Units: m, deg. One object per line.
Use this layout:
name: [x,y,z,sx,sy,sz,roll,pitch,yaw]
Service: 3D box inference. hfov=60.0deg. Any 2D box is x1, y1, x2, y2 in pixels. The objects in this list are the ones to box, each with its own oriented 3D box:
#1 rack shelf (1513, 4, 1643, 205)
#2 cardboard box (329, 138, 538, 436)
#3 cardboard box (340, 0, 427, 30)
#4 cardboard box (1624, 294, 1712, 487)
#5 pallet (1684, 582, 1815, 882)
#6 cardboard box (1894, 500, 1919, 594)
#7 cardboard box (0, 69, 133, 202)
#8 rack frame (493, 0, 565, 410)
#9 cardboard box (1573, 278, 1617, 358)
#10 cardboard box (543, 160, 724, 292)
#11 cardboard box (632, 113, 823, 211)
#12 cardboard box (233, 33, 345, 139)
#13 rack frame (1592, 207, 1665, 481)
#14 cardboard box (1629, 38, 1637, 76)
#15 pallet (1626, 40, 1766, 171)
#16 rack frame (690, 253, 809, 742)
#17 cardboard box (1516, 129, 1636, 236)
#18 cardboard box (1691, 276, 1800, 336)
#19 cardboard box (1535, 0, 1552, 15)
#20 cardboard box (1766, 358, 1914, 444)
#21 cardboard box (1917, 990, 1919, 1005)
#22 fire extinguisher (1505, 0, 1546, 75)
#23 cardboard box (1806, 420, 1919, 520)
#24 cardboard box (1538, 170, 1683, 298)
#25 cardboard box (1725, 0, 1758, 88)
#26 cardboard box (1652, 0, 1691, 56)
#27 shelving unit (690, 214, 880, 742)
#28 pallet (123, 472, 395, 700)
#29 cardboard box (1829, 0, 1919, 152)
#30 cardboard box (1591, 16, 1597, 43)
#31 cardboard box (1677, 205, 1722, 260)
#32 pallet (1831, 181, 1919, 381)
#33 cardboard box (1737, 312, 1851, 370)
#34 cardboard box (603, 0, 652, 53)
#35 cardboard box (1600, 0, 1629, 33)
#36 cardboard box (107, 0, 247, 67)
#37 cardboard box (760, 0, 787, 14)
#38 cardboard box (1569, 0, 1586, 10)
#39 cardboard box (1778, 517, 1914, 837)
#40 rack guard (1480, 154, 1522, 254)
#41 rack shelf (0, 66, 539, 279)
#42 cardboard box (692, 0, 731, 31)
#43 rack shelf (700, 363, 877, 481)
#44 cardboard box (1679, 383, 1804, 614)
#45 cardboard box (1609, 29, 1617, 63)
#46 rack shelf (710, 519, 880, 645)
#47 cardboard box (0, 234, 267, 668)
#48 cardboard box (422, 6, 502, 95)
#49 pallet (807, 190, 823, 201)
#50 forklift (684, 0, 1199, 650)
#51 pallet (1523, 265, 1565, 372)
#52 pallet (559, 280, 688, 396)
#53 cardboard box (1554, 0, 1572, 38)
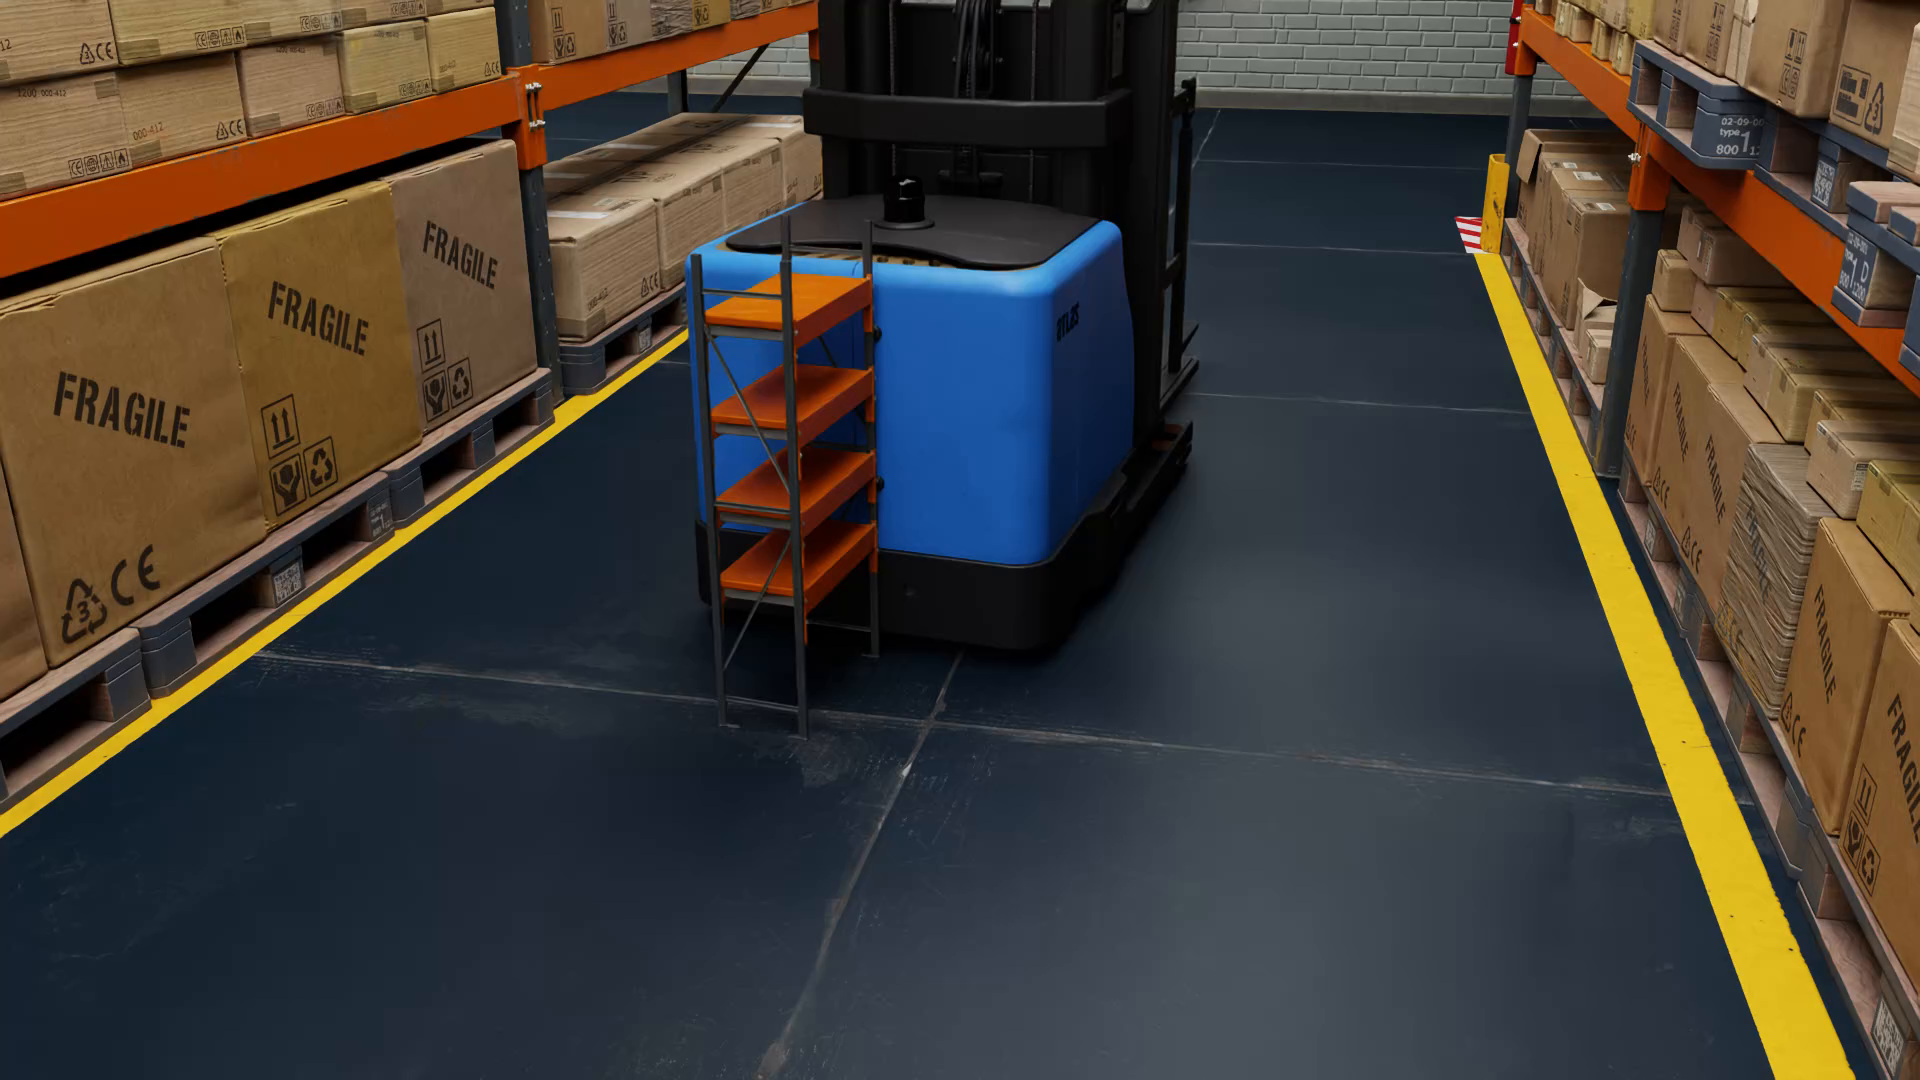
rack shelf: [3.164,-1.987,7.236,1.077,0.370,4.000,4,22,11]
cardboard box: [-2.152,-0.943,5.962,0.875,0.875,0.875,5,23,13]
cardboard box: [-2.051,-1.766,5.255,0.500,0.250,0.500,5,22,12]
cardboard box: [2.437,-0.465,5.277,0.500,0.500,0.500,5,23,13]
pallet: [2.380,0.452,3.950,1.003,0.211,1.213,4,22,11]
cardboard box: [2.013,0.049,3.133,0.380,0.149,0.250,5,22,12]
cardboard box: [-2.374,-0.975,3.959,0.500,0.250,0.500,5,23,13]
rack frame: [-2.104,-1.967,6.222,1.000,3.000,0.127,4,22,11]
cardboard box: [2.655,-0.873,6.604,0.396,0.266,0.258,5,23,13]
cardboard box: [-1.689,-1.522,7.985,0.875,0.438,0.875,4,22,9]
cardboard box: [-1.325,-2.187,9.636,0.875,0.438,0.875,4,22,9]
cardboard box: [-2.176,-1.345,4.878,0.500,0.250,0.500,4,22,9]
rack frame: [2.756,-1.590,5.286,1.000,3.000,0.127,4,22,11]
cardboard box: [2.605,-1.706,5.910,0.380,0.149,0.250,5,22,12]
pallet: [2.486,-1.217,4.616,1.003,0.211,1.213,4,22,11]
rack frame: [-0.490,-0.073,3.929,0.240,1.200,0.015,7,23,17]
cardboard box: [3.354,-1.873,8.768,0.797,0.503,0.637,4,22,9]
cardboard box: [2.441,-0.708,5.011,0.380,0.149,0.250,4,22,9]
cardboard box: [3.236,-2.837,8.718,0.380,0.149,0.250,4,22,11]
cardboard box: [2.217,-0.333,4.080,0.380,0.149,0.250,5,23,13]
cardboard box: [1.815,0.667,2.466,0.500,0.500,0.500,5,22,12]
fire extinguisher: [3.150,-2.933,9.223,0.296,0.674,0.183,4,22,11]
cardboard box: [2.090,-0.146,3.616,0.380,0.149,0.250,3,22,8]
cardboard box: [2.936,-1.376,7.539,0.500,0.500,0.500,5,22,12]
cardboard box: [2.097,-1.243,4.043,0.396,0.266,0.258,6,23,14]
cardboard box: [2.438,-1.671,4.792,0.700,0.500,0.500,5,22,12]
shelving unit: [-0.412,-0.160,4.144,0.258,1.200,0.503,7,23,17]
pallet: [-2.435,0.062,4.917,1.003,0.211,1.213,4,22,11]
cardboard box: [2.092,-0.981,3.073,0.797,0.503,0.637,4,22,10]
cardboard box: [2.906,-2.172,7.068,0.380,0.149,0.250,4,22,11]
cardboard box: [2.481,-0.948,5.210,0.380,0.149,0.250,4,22,10]
pallet: [2.009,-0.291,2.318,1.213,0.211,1.003,4,22,11]
cardboard box: [2.357,-0.512,4.525,0.380,0.149,0.250,4,22,10]
cardboard box: [-1.645,-2.348,7.036,0.500,0.500,0.500,5,22,11]
cardboard box: [2.709,-2.047,6.224,0.500,0.250,0.500,5,22,11]
cardboard box: [-2.239,-1.387,4.315,0.500,0.250,0.500,5,22,12]
cardboard box: [-1.245,-3.097,8.894,0.500,0.500,0.500,4,22,10]
cardboard box: [2.929,-2.417,7.142,0.500,0.250,0.500,4,22,10]
cardboard box: [2.032,0.293,3.395,0.500,0.500,0.500,5,23,13]
rack guard: [3.556,-1.865,9.316,1.175,0.500,0.348,4,22,11]
rack shelf: [-2.512,-0.902,4.540,1.077,0.370,4.000,4,22,11]
cardboard box: [-1.433,-2.718,7.954,0.500,0.500,0.500,5,22,13]
rack shelf: [-0.412,-0.305,4.085,0.258,0.148,0.480,7,23,17]
cardboard box: [2.232,-0.088,4.340,0.500,0.500,0.500,4,22,9]
cardboard box: [2.715,-1.897,6.384,0.380,0.149,0.250,5,22,12]
rack shelf: [-0.412,0.087,4.243,0.258,0.148,0.480,7,23,17]
cardboard box: [-2.512,-0.285,4.329,0.875,0.875,0.875,5,22,12]
cardboard box: [-1.949,-1.714,5.795,0.500,0.250,0.500,4,22,10]
pallet: [-1.375,-1.838,9.634,1.003,0.211,1.213,4,22,11]
forklift: [0.205,-1.587,5.370,1.130,2.935,3.031,7,23,17]
pallet: [3.144,-0.995,7.541,1.003,0.211,1.213,4,22,11]
pallet: [-1.872,-0.945,7.418,1.003,0.211,1.213,4,22,11]
cardboard box: [2.925,-2.369,7.558,0.380,0.149,0.250,4,22,9]
